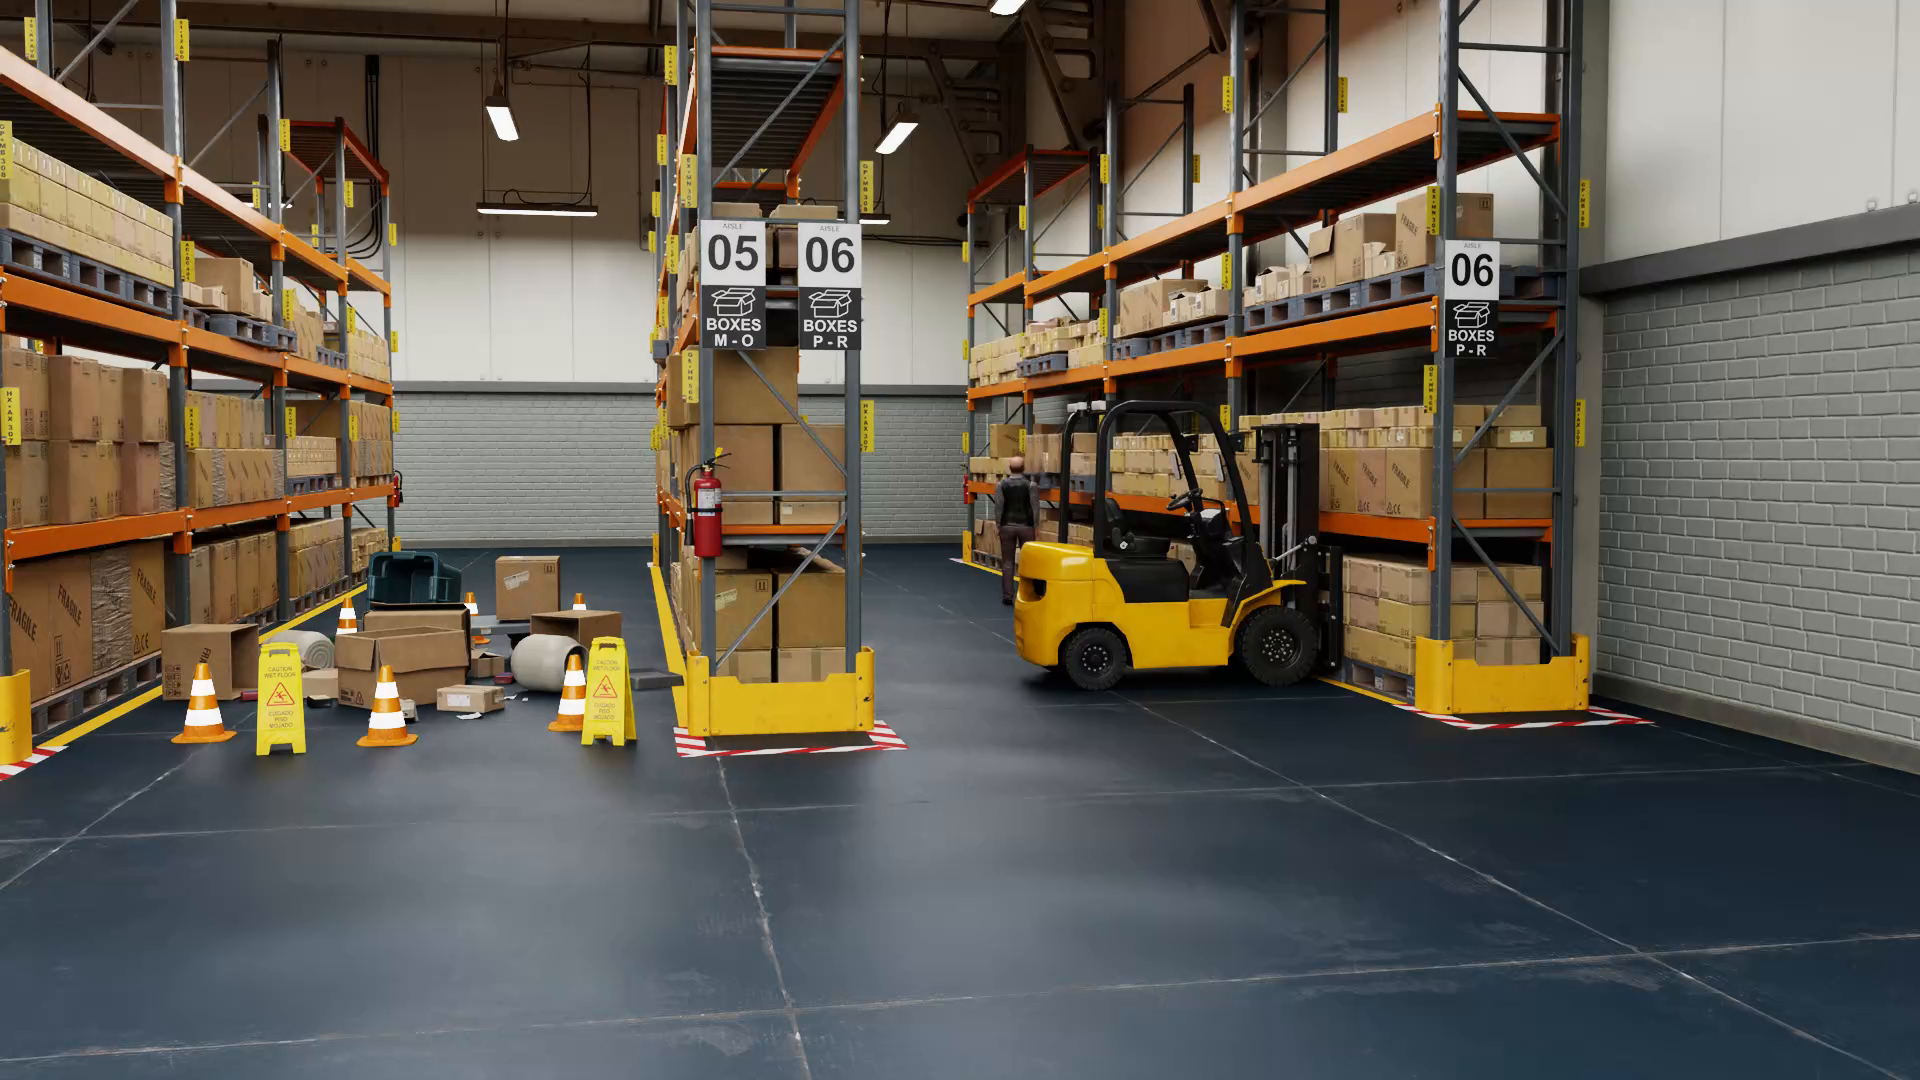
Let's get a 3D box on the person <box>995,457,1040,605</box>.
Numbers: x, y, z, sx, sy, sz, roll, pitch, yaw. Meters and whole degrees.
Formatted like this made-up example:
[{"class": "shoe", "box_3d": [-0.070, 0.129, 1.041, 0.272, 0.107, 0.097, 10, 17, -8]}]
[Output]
[{"class": "person", "box_3d": [0.668, -0.110, 19.415, 0.527, 1.725, 0.356, 0, 3, 6]}]
